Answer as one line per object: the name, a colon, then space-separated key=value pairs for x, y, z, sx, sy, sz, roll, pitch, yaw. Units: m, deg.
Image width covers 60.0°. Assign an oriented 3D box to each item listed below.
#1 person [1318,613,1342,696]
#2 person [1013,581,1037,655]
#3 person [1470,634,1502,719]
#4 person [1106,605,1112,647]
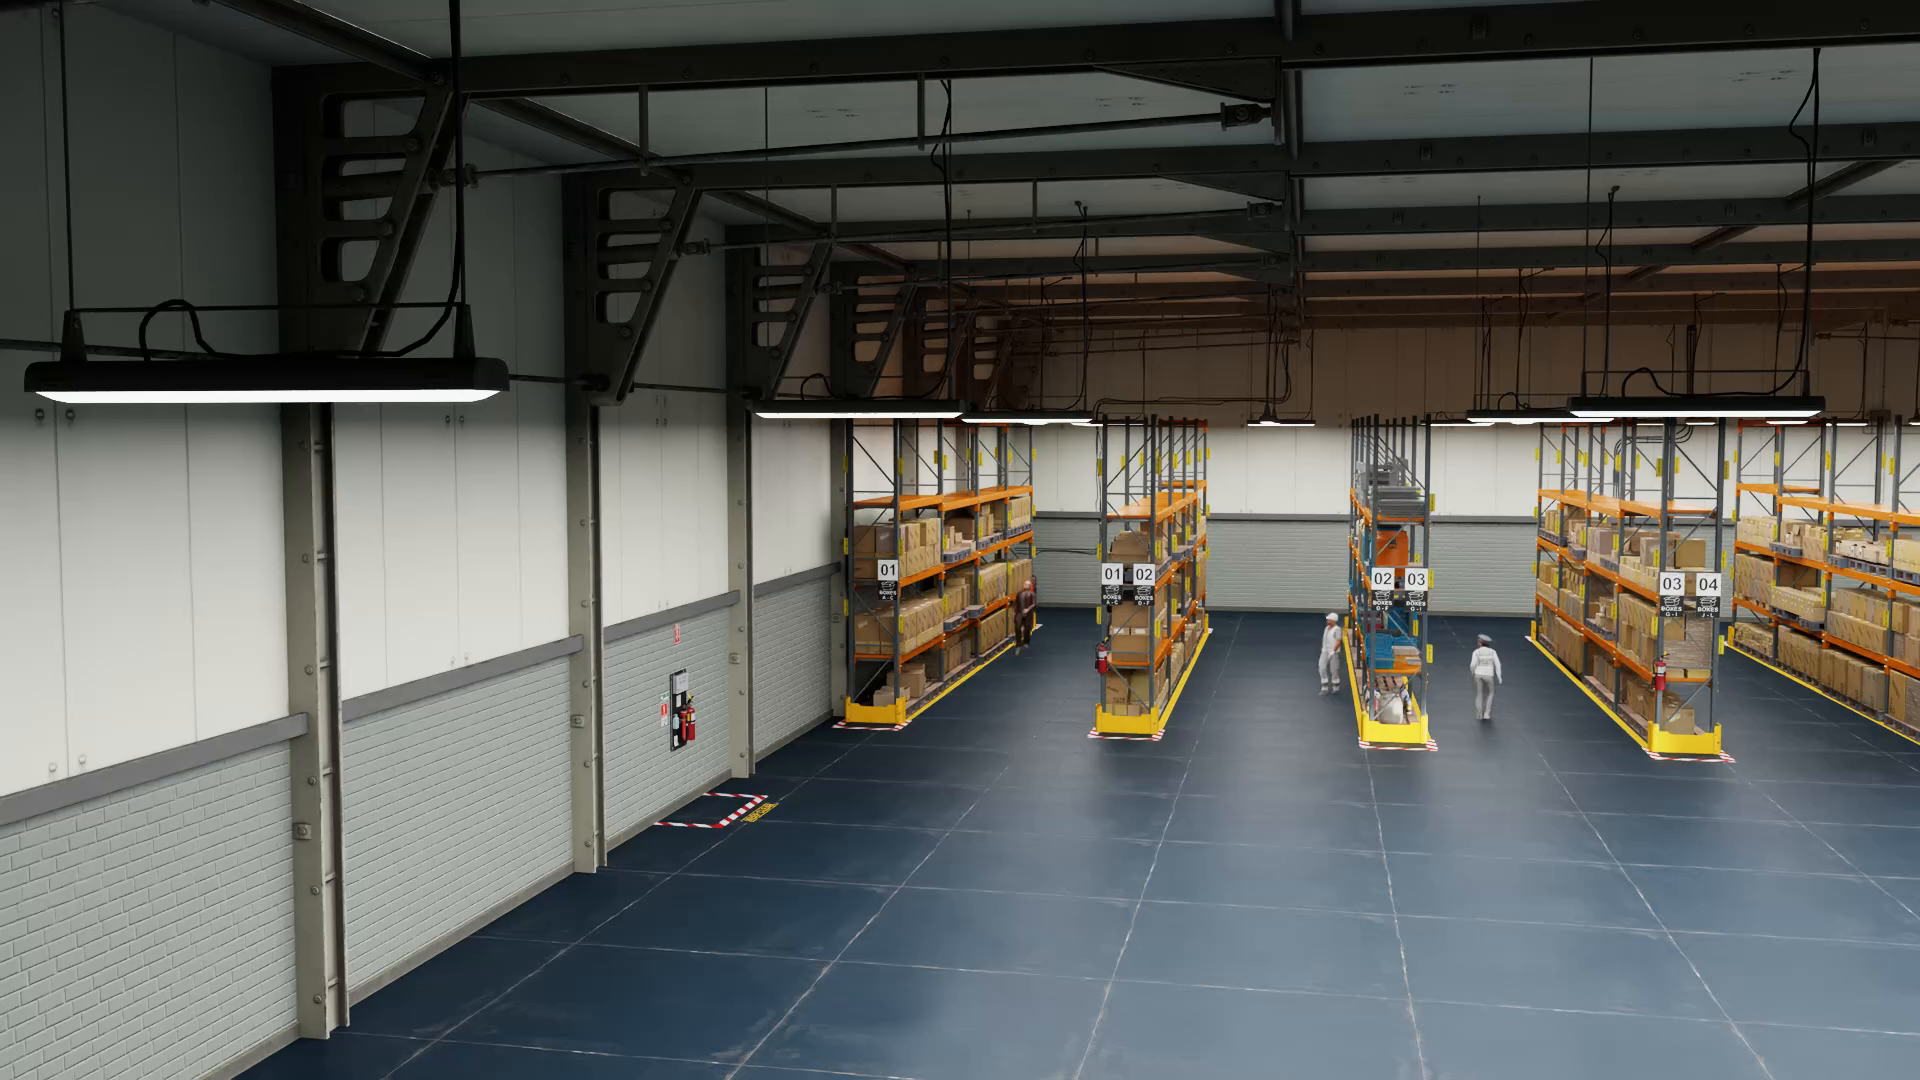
person: x=7.945 y=2.462 z=35.769 sx=0.576 sy=1.797 sz=0.626 roll=3 pitch=5 yaw=42
person: x=1.615 y=1.920 z=41.427 sx=0.607 sy=1.805 sz=0.952 roll=1 pitch=4 yaw=12
person: x=10.372 y=2.748 z=32.885 sx=0.621 sy=1.747 sz=0.530 roll=3 pitch=5 yaw=36
person: x=4.059 y=1.955 z=44.251 sx=0.561 sy=1.724 sz=0.940 roll=1 pitch=4 yaw=13
